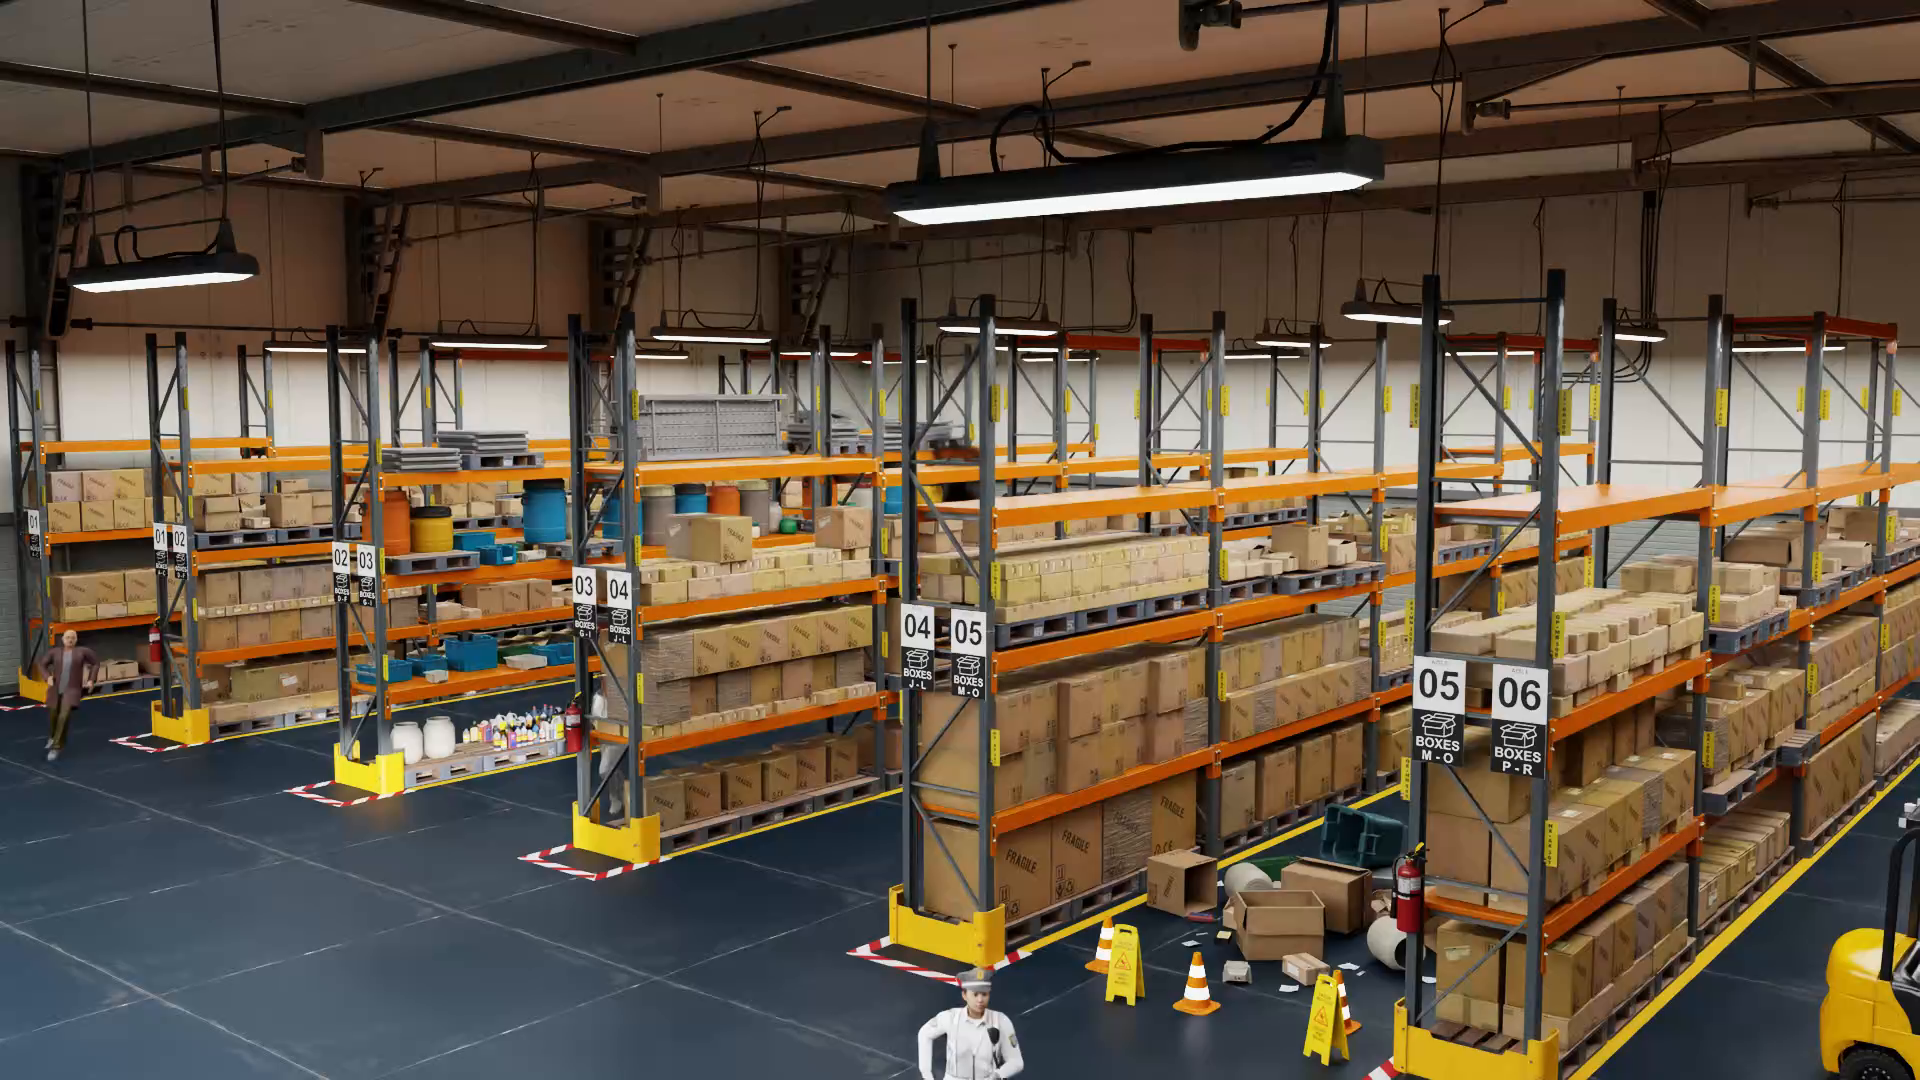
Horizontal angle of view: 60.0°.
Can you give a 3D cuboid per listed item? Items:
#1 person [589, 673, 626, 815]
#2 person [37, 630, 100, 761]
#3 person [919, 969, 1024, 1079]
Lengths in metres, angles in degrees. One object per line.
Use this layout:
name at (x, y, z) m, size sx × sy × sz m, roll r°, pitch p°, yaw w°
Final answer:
person at (-4.297, 2.458, 20.421) m, size 0.647 × 1.798 × 0.734 m, roll 4°, pitch 6°, yaw 34°
person at (-12.668, 2.158, 23.586) m, size 0.763 × 1.775 × 1.013 m, roll -1°, pitch 5°, yaw -15°
person at (0.078, 3.424, 10.056) m, size 0.620 × 1.711 × 0.837 m, roll -1°, pitch 5°, yaw -7°
